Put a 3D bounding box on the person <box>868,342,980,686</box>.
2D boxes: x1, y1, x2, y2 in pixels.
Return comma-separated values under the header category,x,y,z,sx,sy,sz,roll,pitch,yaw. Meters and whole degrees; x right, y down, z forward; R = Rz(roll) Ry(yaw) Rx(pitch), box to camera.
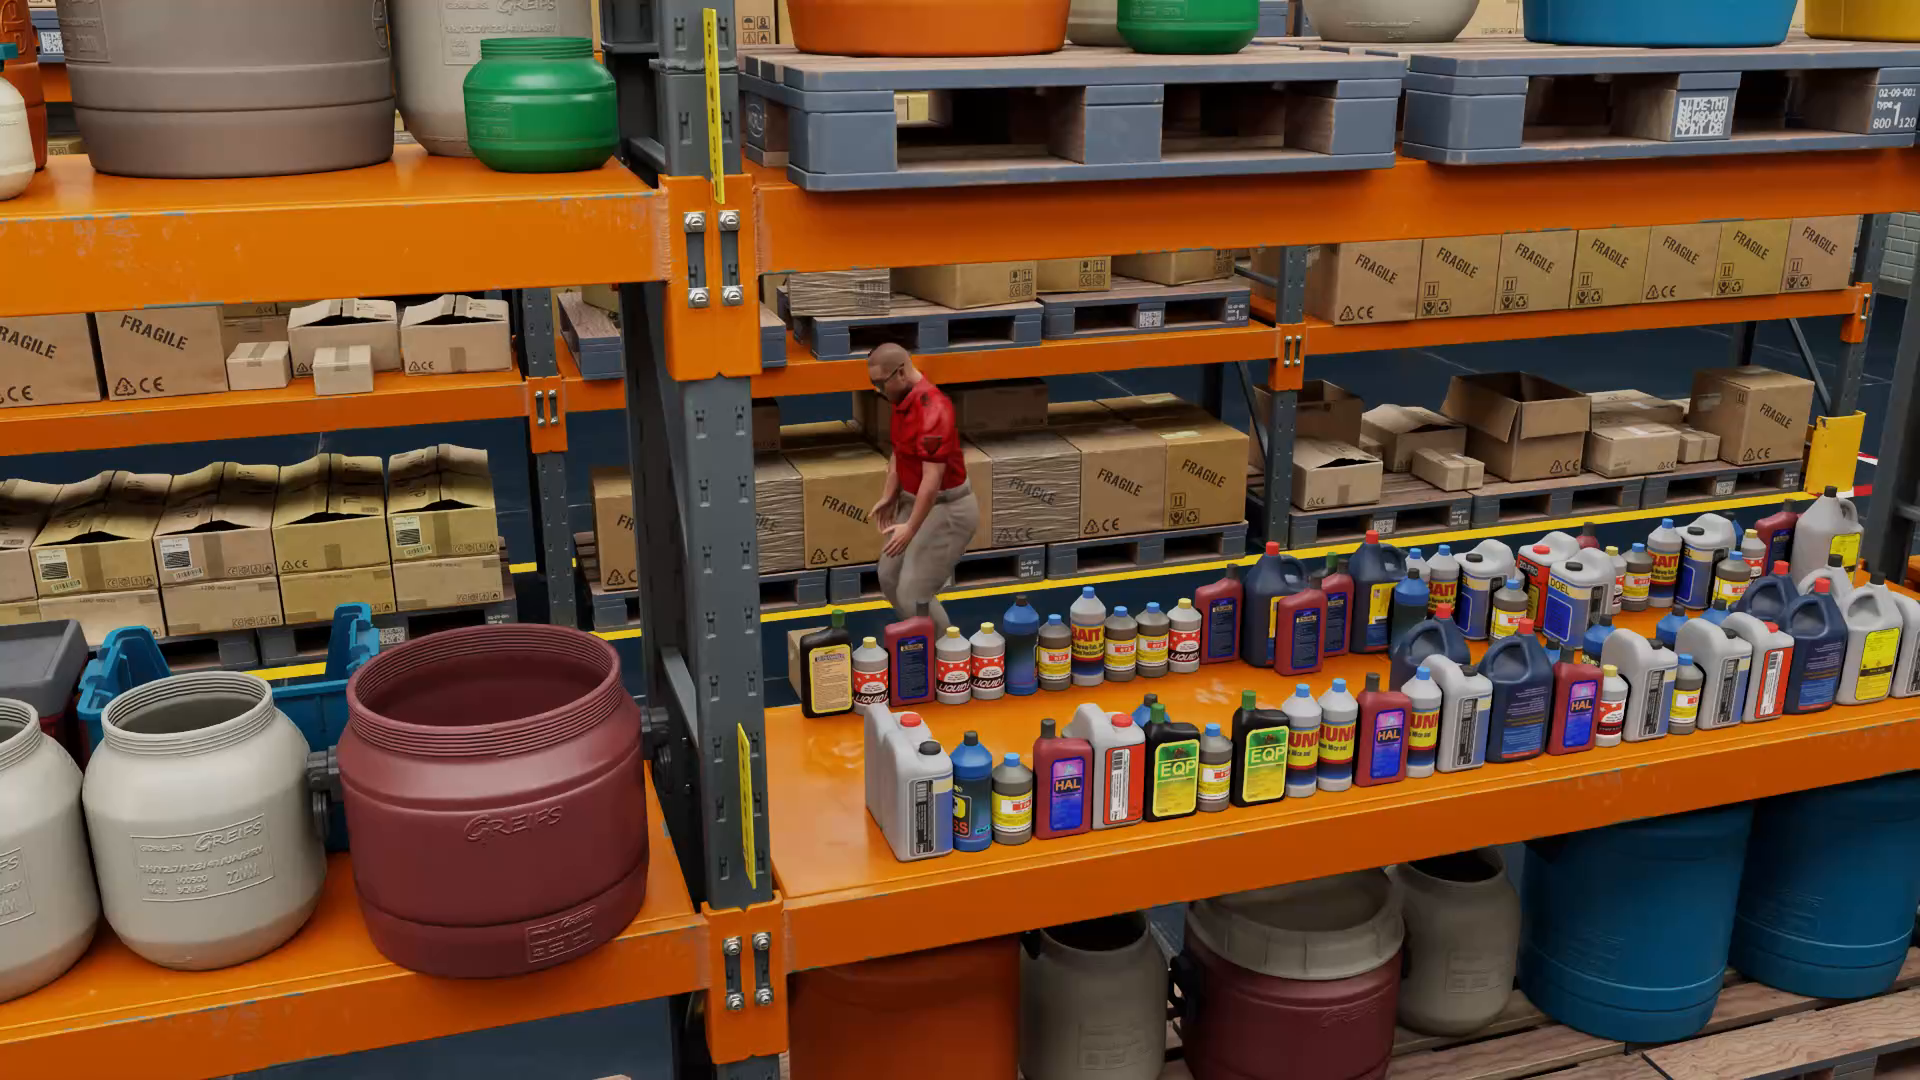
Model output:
category,x,y,z,sx,sy,sz,roll,pitch,yaw
person,-0.164,-0.112,7.595,0.503,1.624,0.571,-5,20,-15
